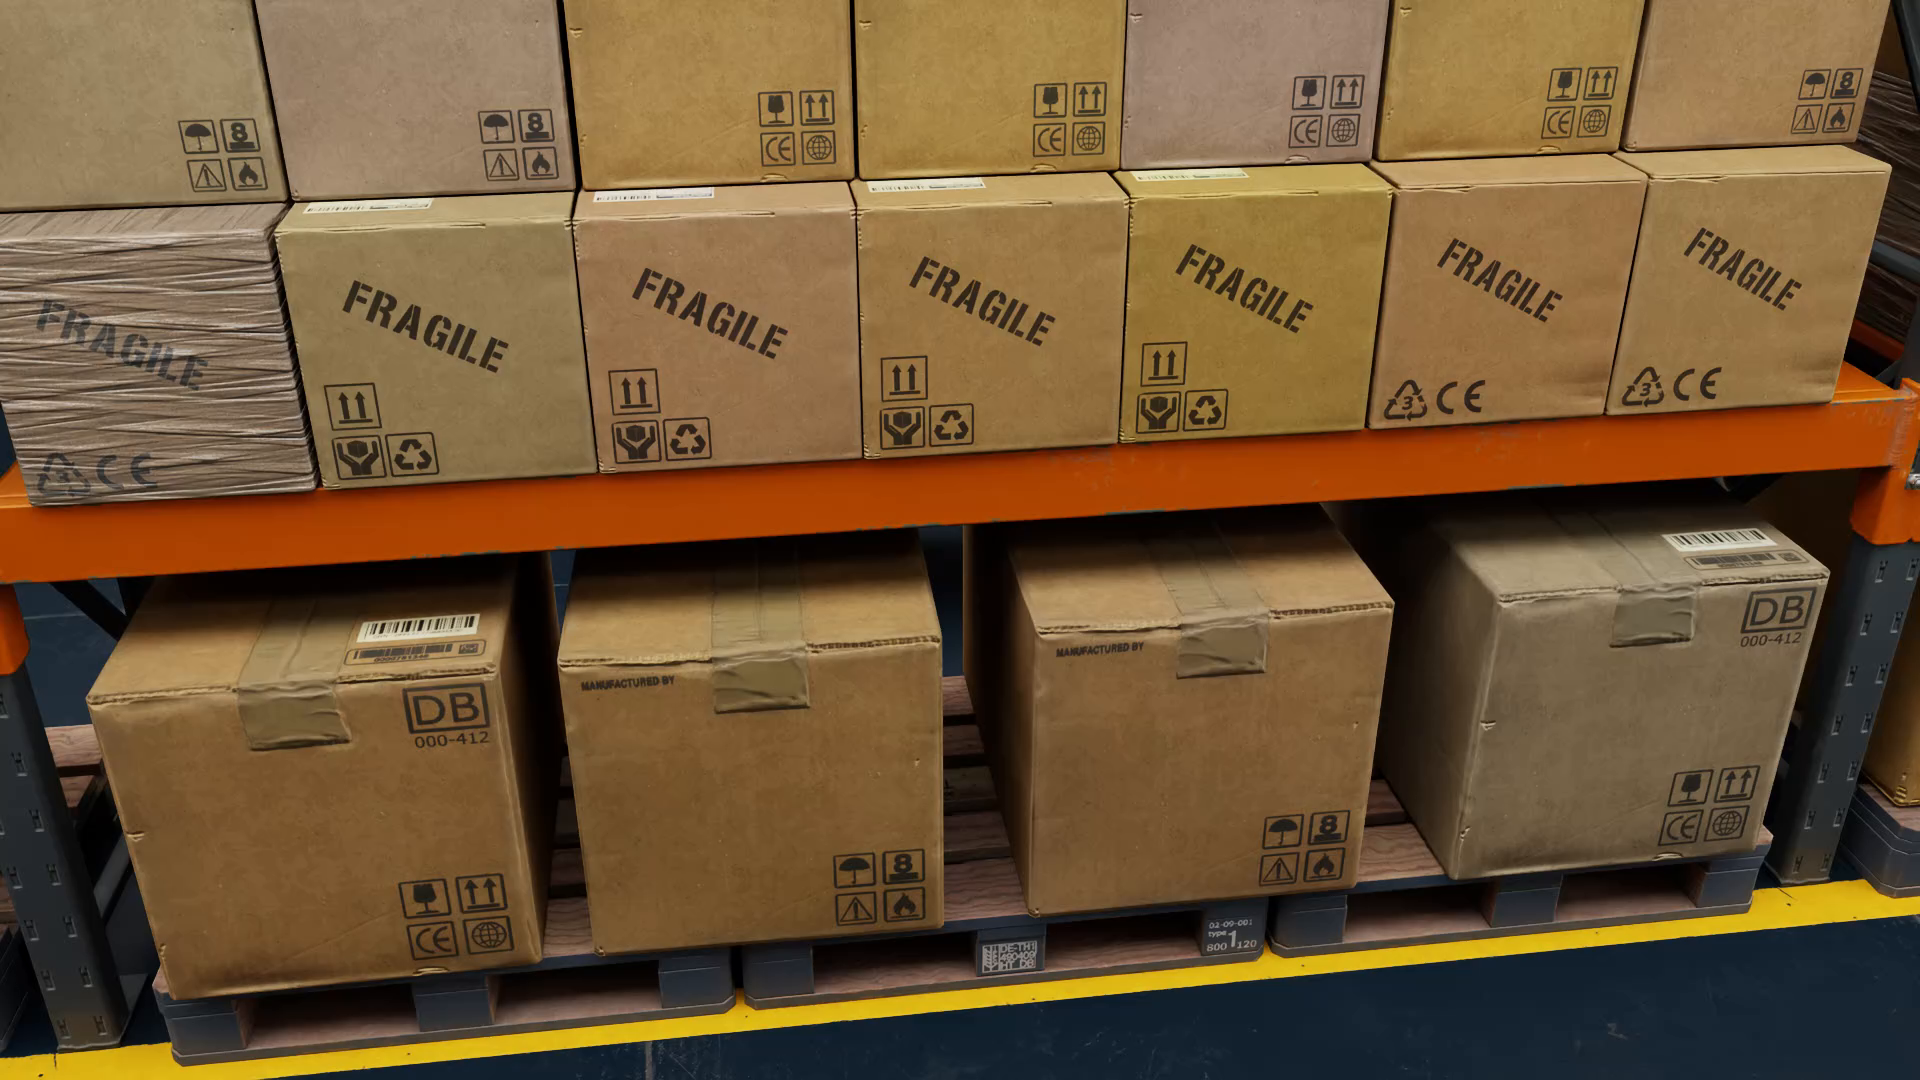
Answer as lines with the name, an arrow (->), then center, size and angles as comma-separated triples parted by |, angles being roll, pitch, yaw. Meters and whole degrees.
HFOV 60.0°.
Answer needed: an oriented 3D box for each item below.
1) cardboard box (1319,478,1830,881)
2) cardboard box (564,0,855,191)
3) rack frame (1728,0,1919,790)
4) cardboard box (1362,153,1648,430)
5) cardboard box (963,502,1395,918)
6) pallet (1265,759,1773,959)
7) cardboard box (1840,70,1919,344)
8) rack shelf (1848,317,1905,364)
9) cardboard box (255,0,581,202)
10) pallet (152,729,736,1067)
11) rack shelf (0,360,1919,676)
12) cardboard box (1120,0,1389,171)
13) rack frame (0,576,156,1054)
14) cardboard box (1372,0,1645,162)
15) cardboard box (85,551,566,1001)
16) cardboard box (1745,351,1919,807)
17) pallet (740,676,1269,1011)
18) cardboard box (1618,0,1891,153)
cardboard box -> 1.407, 0.185, 4.109 | 0.750, 0.750, 1.050 | -4, 27, -7
cardboard box -> -0.498, -1.035, 3.277 | 0.500, 0.500, 0.700 | -4, 27, -8
rack frame -> 2.009, -0.708, 3.845 | 0.053, 2.616, 0.949 | -4, 27, -7
cardboard box -> 1.029, -0.568, 3.462 | 0.500, 0.500, 0.500 | -4, 27, -8
cardboard box -> 0.451, 0.244, 3.993 | 0.750, 0.750, 1.050 | -4, 27, -7
pallet -> 1.255, 0.614, 4.322 | 1.213, 0.211, 1.003 | -4, 27, -7
cardboard box -> 2.373, -0.805, 3.869 | 0.550, 0.550, 0.875 | -4, 27, -7
rack shelf -> 3.990, -0.636, 4.199 | 3.809, 0.052, 0.919 | -4, 27, -7
cardboard box -> -1.005, -1.001, 3.211 | 0.500, 0.500, 0.700 | -4, 27, -8
pallet -> -1.161, 0.769, 4.020 | 1.213, 0.211, 1.003 | -4, 27, -7
rack shelf -> 0.029, -0.262, 3.764 | 4.000, 0.370, 1.077 | -4, 27, -7
cardboard box -> 0.509, -1.099, 3.402 | 0.500, 0.500, 0.700 | -3, 27, -7
rack frame -> -1.952, -0.455, 3.352 | 0.127, 3.000, 1.000 | -4, 27, -7
cardboard box -> 1.009, -1.131, 3.464 | 0.500, 0.500, 0.700 | -4, 27, -8
cardboard box -> -1.336, 0.361, 3.766 | 0.750, 0.750, 1.050 | -4, 27, -8
cardboard box -> 2.642, 0.040, 4.253 | 0.875, 0.875, 0.875 | -3, 27, -6
pallet -> -1.744, -0.368, 6.237 | 4.108, 0.211, 6.107 | -4, 27, -7
cardboard box -> 1.518, -1.165, 3.530 | 0.500, 0.500, 0.700 | -4, 27, -8
